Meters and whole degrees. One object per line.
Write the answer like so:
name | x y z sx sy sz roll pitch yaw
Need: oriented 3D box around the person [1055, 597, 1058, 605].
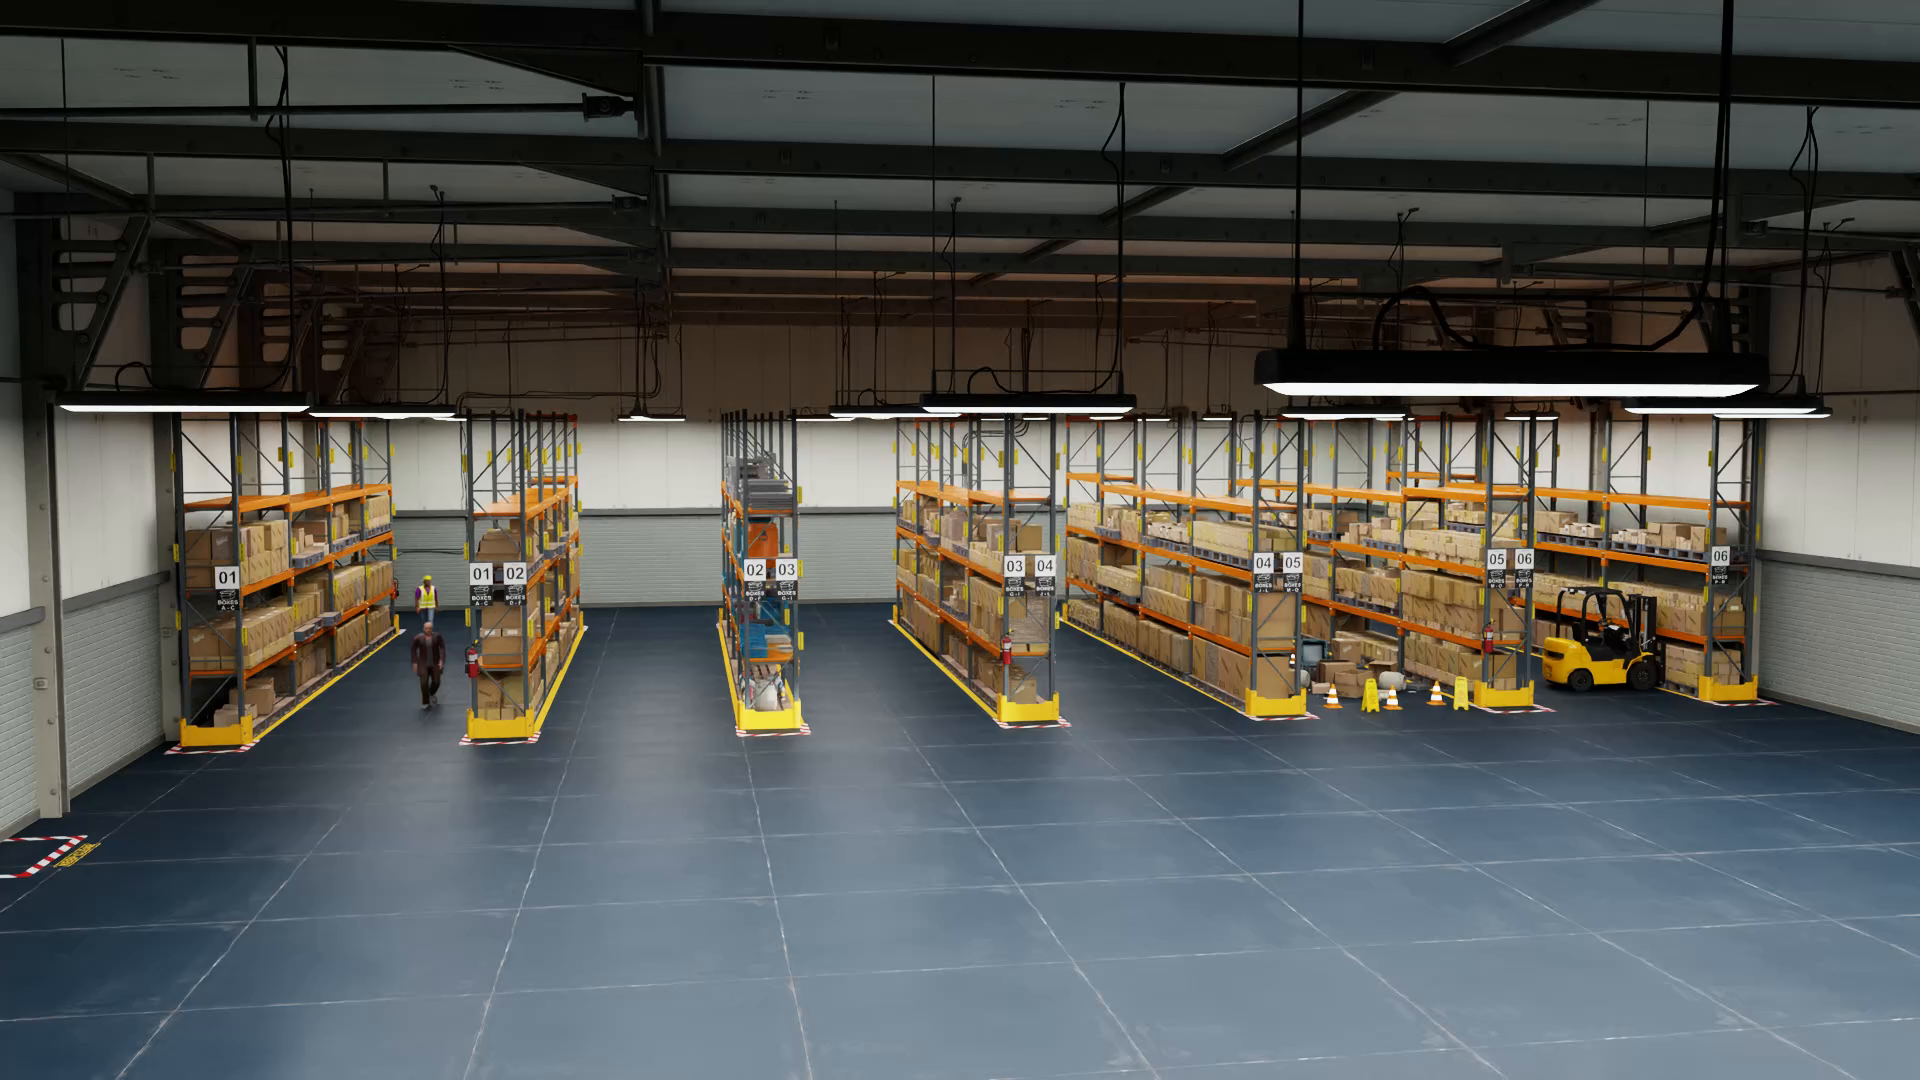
person | 2.700 1.279 51.136 0.803 1.749 0.533 -2 5 -29

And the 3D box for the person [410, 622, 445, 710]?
person | -10.751 2.510 33.598 0.669 1.762 0.739 -2 4 -23

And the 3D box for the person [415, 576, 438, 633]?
person | -14.118 1.795 43.974 0.558 1.714 1.093 -1 4 -13
